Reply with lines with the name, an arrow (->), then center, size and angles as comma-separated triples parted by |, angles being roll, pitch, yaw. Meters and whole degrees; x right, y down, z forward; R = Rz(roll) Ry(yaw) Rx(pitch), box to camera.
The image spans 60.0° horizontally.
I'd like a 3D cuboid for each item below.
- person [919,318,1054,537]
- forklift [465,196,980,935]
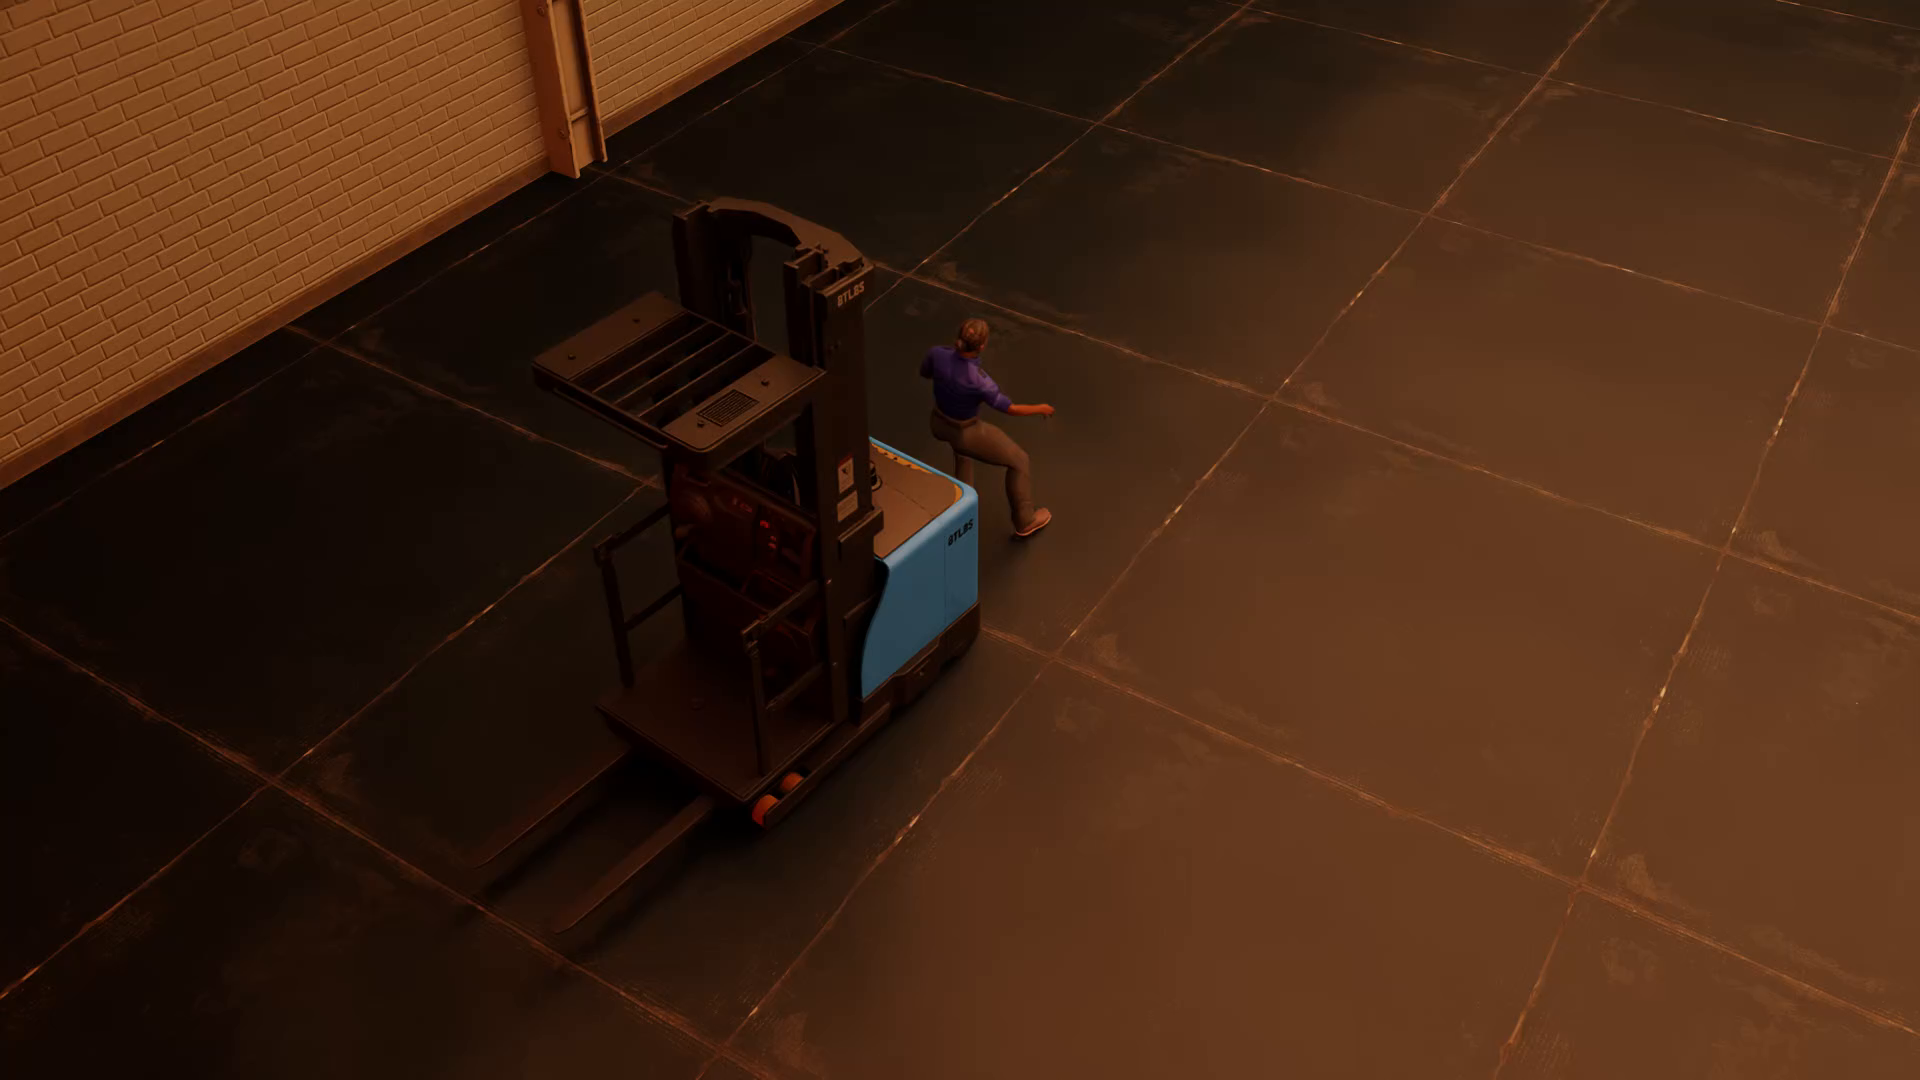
person -> 0.143, -0.751, 9.947 | 0.768, 1.510, 0.627 | 30, 49, 31
forklift -> -1.195, -0.015, 7.985 | 1.130, 2.935, 3.031 | 27, 47, 28
